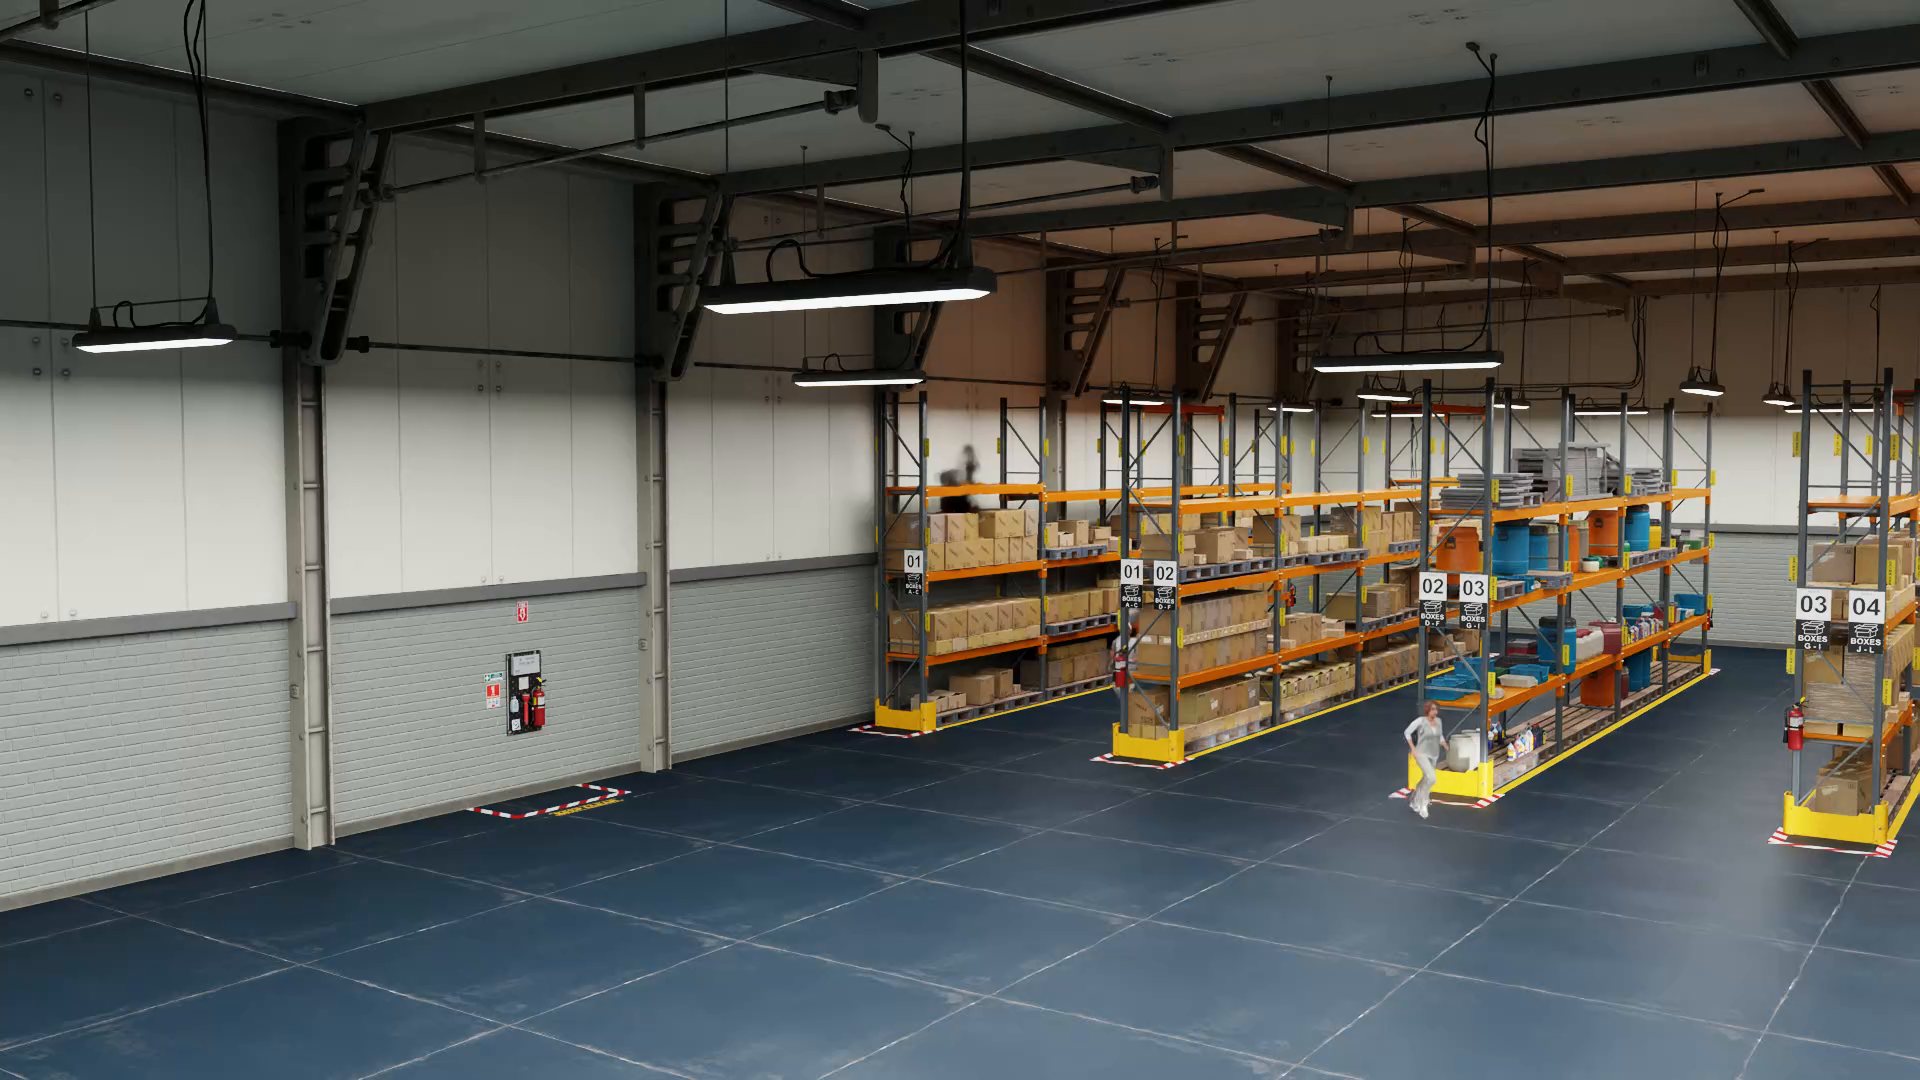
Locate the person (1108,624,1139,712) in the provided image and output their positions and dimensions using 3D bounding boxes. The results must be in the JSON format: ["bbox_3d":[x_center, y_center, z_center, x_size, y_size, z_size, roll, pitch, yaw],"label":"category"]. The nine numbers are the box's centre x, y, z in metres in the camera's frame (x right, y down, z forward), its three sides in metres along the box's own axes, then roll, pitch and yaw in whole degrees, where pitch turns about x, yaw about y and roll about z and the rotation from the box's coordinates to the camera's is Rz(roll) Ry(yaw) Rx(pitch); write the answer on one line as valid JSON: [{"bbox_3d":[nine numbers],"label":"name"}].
[{"bbox_3d":[3.017,2.390,30.532,0.646,1.744,0.597,1,3,19],"label":"person"}]

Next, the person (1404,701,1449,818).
[{"bbox_3d":[6.342,2.966,22.576,0.471,1.590,0.740,-1,3,-24],"label":"person"}]
